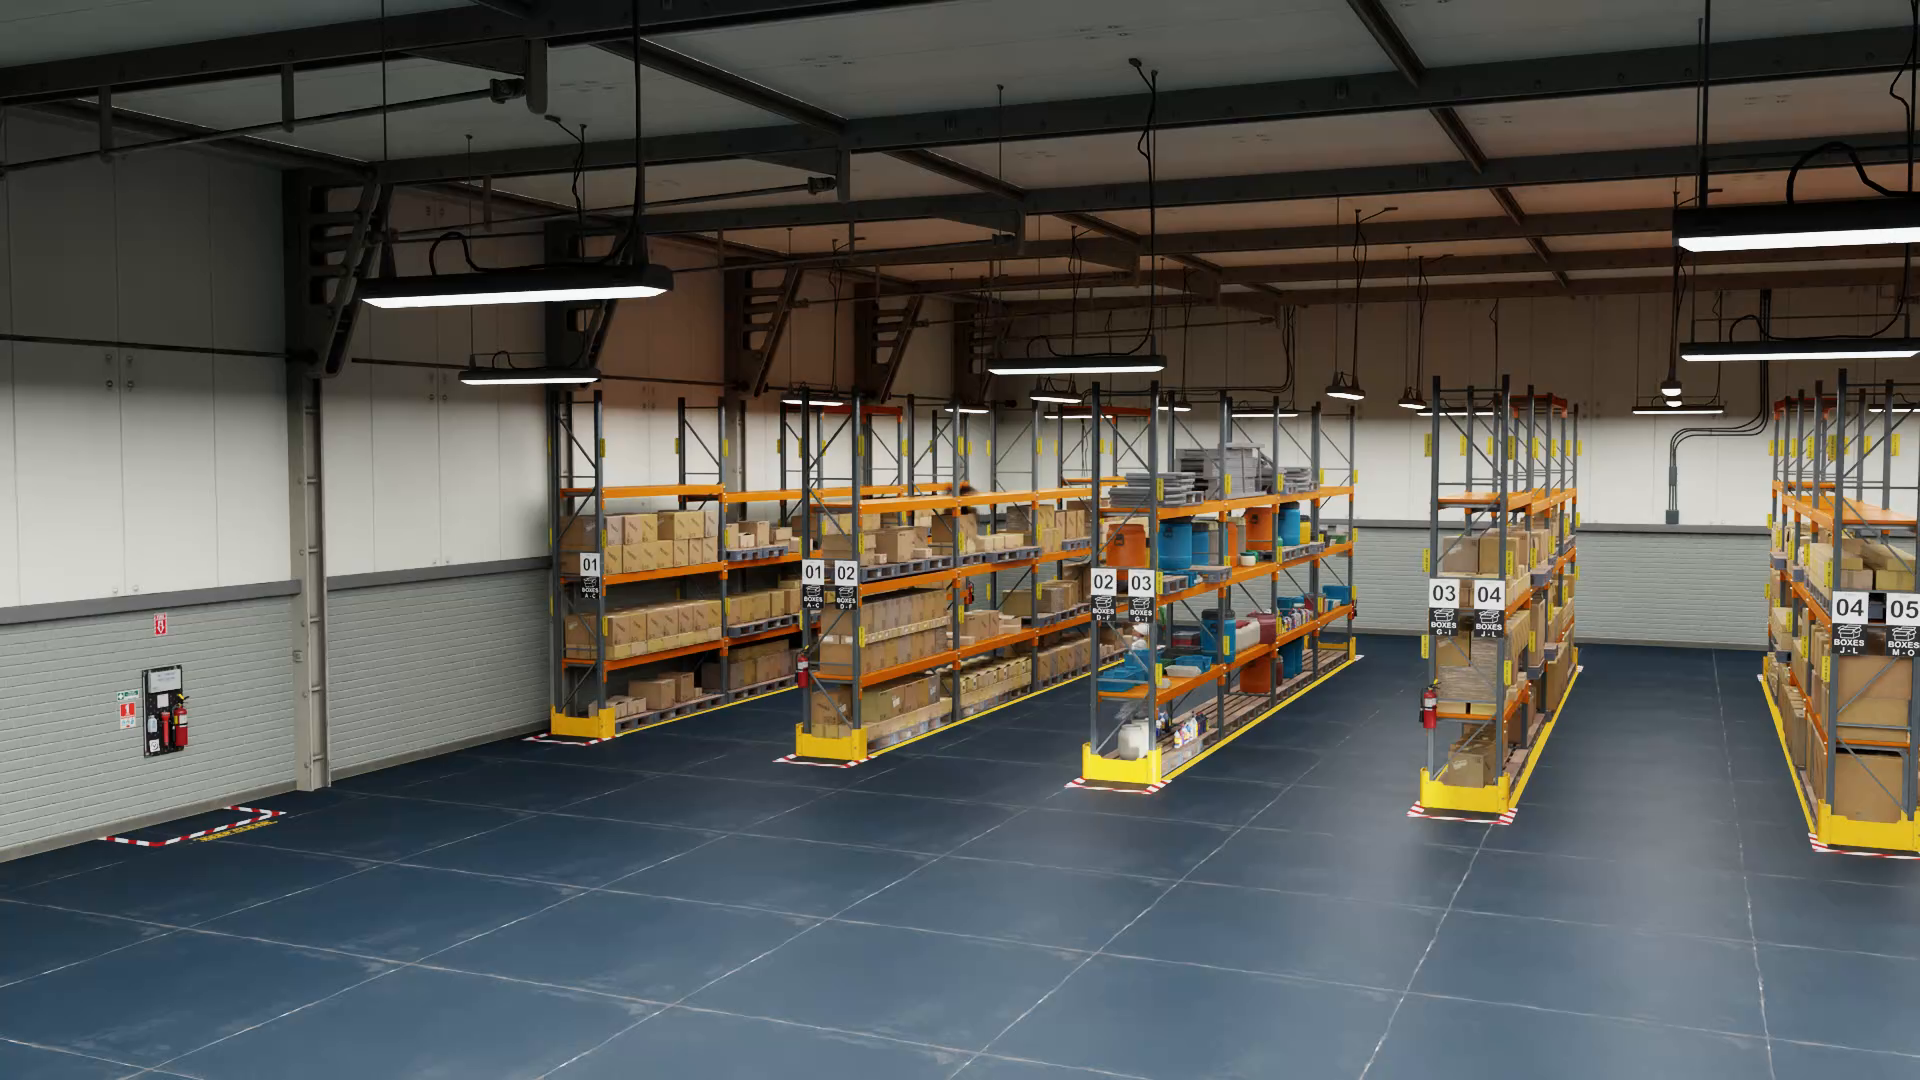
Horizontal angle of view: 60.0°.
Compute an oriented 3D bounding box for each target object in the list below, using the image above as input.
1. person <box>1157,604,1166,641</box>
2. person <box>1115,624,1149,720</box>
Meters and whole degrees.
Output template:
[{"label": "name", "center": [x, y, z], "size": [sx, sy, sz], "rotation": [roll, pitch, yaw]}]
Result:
[{"label": "person", "center": [5.219, 1.740, 43.159], "size": [0.664, 1.747, 1.013], "rotation": [-1, 3, -9]}, {"label": "person", "center": [3.178, 2.428, 30.829], "size": [0.769, 1.763, 0.586], "rotation": [-1, 3, -18]}]
